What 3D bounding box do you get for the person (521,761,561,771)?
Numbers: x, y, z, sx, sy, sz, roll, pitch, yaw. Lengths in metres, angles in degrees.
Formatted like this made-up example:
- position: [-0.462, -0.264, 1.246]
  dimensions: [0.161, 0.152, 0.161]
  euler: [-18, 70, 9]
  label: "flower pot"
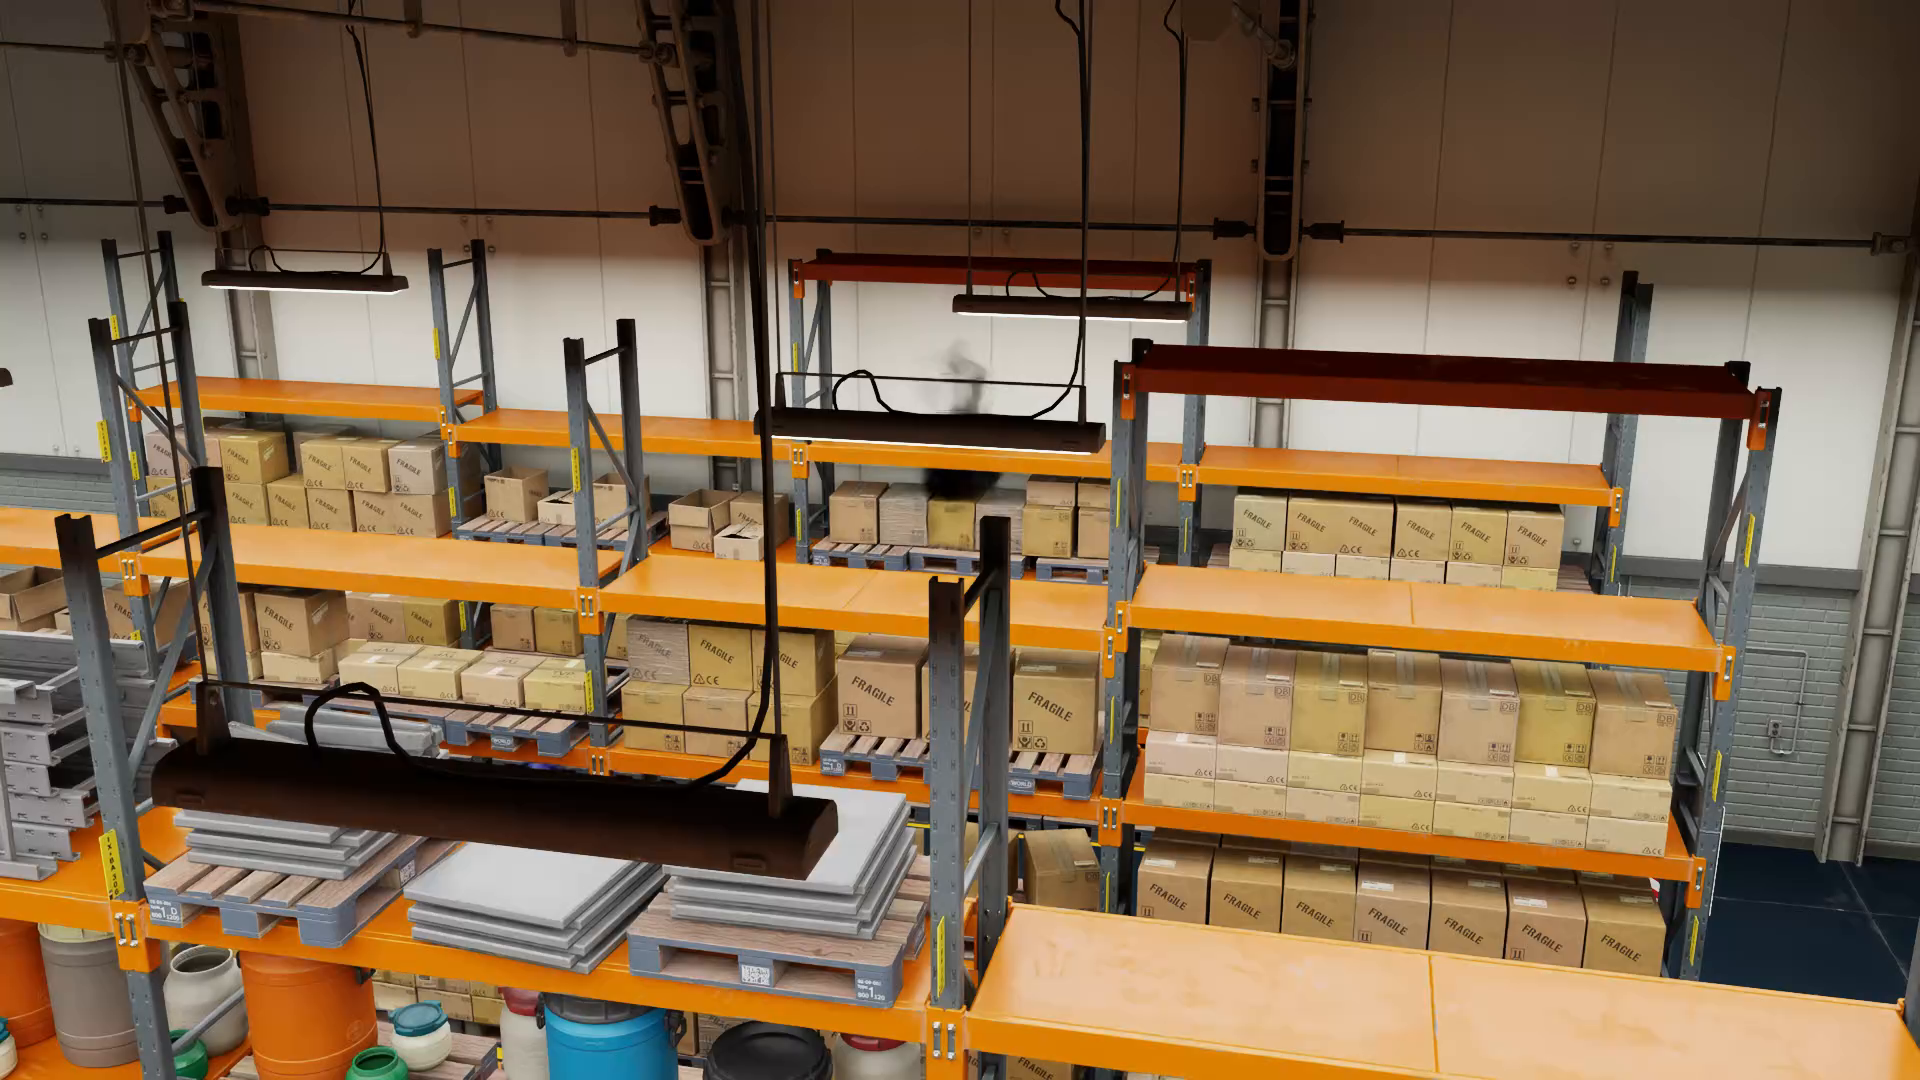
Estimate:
- position: [-4.198, 2.653, 16.300]
  dimensions: [0.592, 1.590, 0.559]
  euler: [2, 16, 6]
  label: "person"
